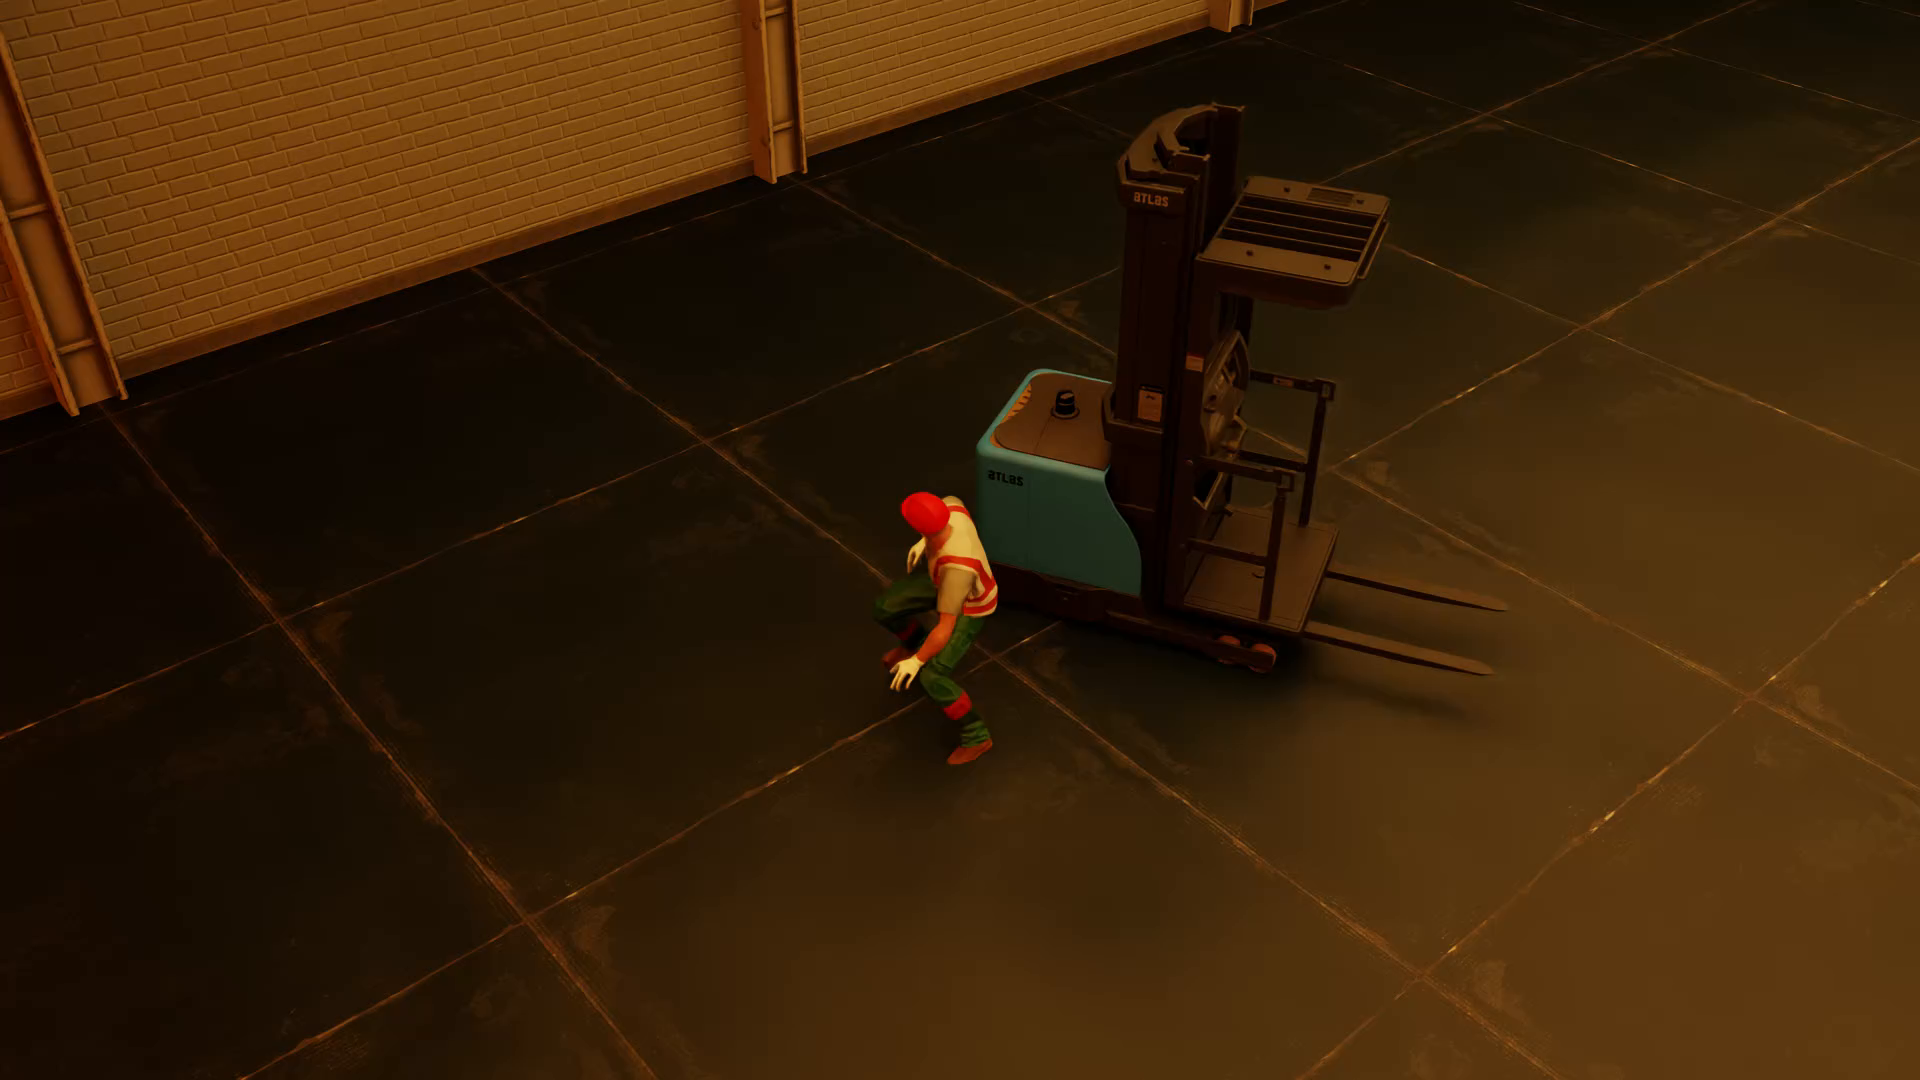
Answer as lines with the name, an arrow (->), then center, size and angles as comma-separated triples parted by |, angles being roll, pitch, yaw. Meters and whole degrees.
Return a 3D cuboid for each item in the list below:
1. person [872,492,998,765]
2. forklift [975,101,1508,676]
person -> -0.130, 0.368, 8.770 | 0.709, 1.545, 0.887 | -11, 38, -15
forklift -> 1.642, -0.784, 9.091 | 3.031, 2.935, 1.130 | 14, 38, 18
